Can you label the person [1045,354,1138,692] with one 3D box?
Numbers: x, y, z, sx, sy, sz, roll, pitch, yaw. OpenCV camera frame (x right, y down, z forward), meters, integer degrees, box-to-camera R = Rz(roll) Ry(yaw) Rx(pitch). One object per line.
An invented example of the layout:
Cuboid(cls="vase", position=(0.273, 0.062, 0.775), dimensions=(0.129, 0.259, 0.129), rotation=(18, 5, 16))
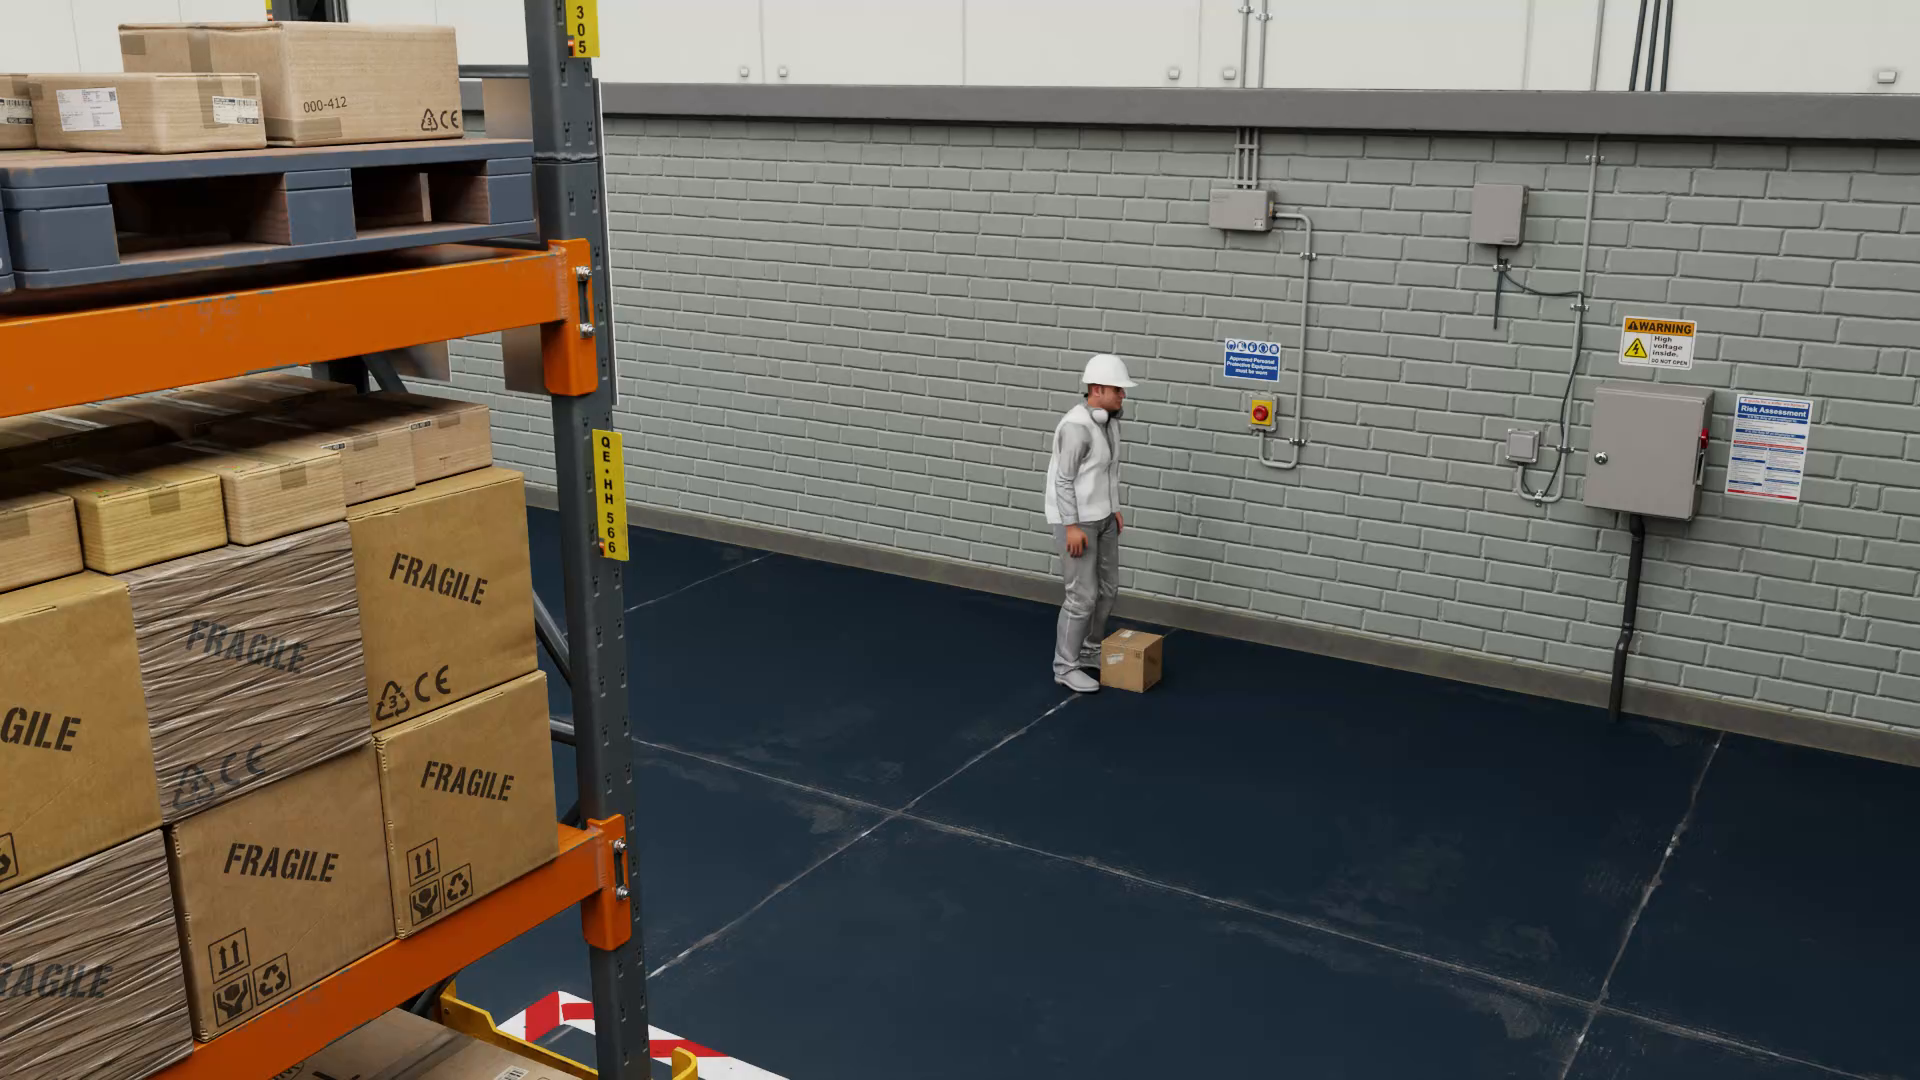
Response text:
Cuboid(cls="person", position=(0.698, -0.114, 8.880), dimensions=(0.464, 1.771, 0.581), rotation=(10, 19, 30))
